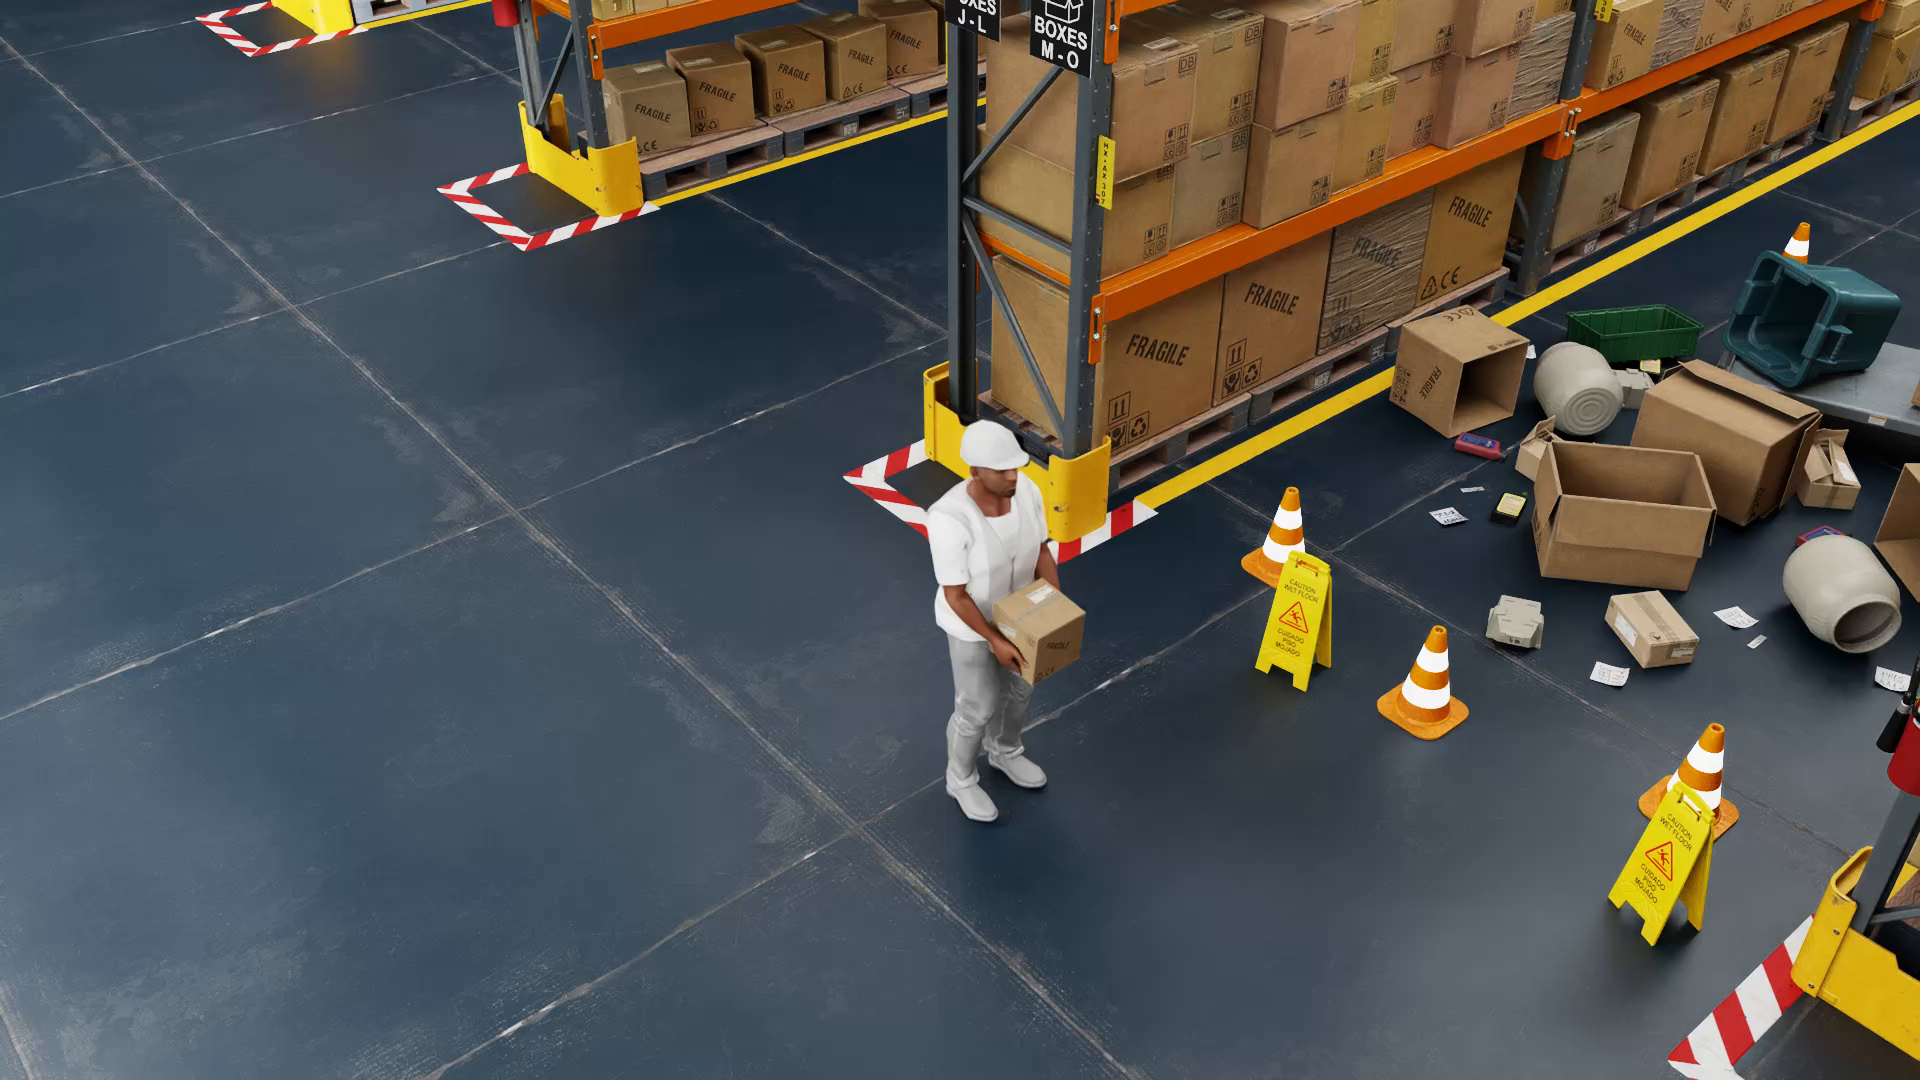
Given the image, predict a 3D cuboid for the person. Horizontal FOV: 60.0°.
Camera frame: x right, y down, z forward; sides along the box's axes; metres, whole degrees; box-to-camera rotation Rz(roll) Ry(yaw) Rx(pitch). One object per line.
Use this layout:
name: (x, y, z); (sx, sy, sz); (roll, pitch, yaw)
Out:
person: (0.146, 0.322, 6.609); (0.575, 1.767, 0.458); (-27, 44, -32)
